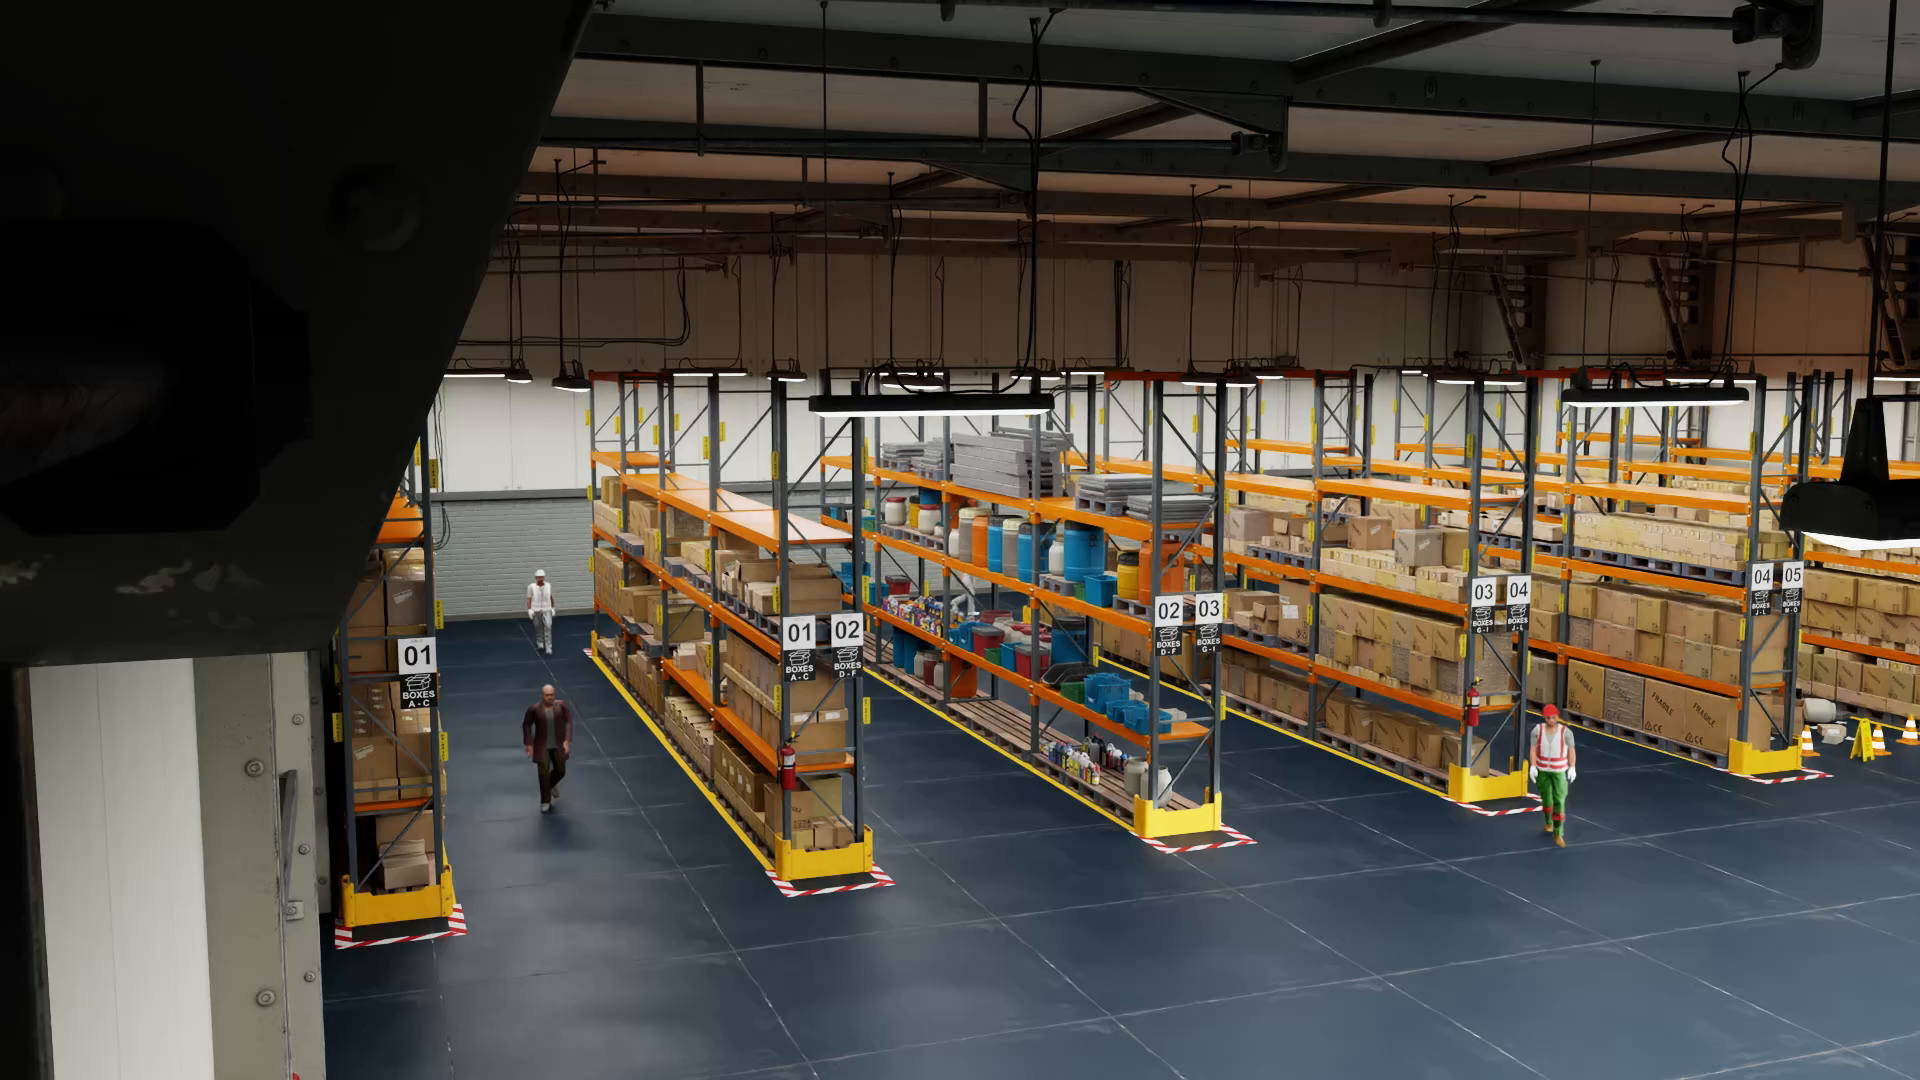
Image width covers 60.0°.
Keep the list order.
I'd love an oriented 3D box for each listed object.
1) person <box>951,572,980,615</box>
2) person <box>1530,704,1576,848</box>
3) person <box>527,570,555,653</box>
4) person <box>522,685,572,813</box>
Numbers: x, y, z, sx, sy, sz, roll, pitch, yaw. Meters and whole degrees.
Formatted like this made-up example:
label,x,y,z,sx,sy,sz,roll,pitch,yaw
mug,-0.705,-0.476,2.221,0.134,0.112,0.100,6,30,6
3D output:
label,x,y,z,sx,sy,sz,roll,pitch,yaw
person,0.130,0.992,40.397,0.763,1.644,0.434,2,7,17
person,7.743,3.037,21.759,0.560,1.808,0.758,4,8,32
person,-8.906,1.502,35.305,0.565,1.720,0.995,-1,7,-11
person,-5.785,2.870,23.305,0.667,1.763,0.753,-3,7,-24
